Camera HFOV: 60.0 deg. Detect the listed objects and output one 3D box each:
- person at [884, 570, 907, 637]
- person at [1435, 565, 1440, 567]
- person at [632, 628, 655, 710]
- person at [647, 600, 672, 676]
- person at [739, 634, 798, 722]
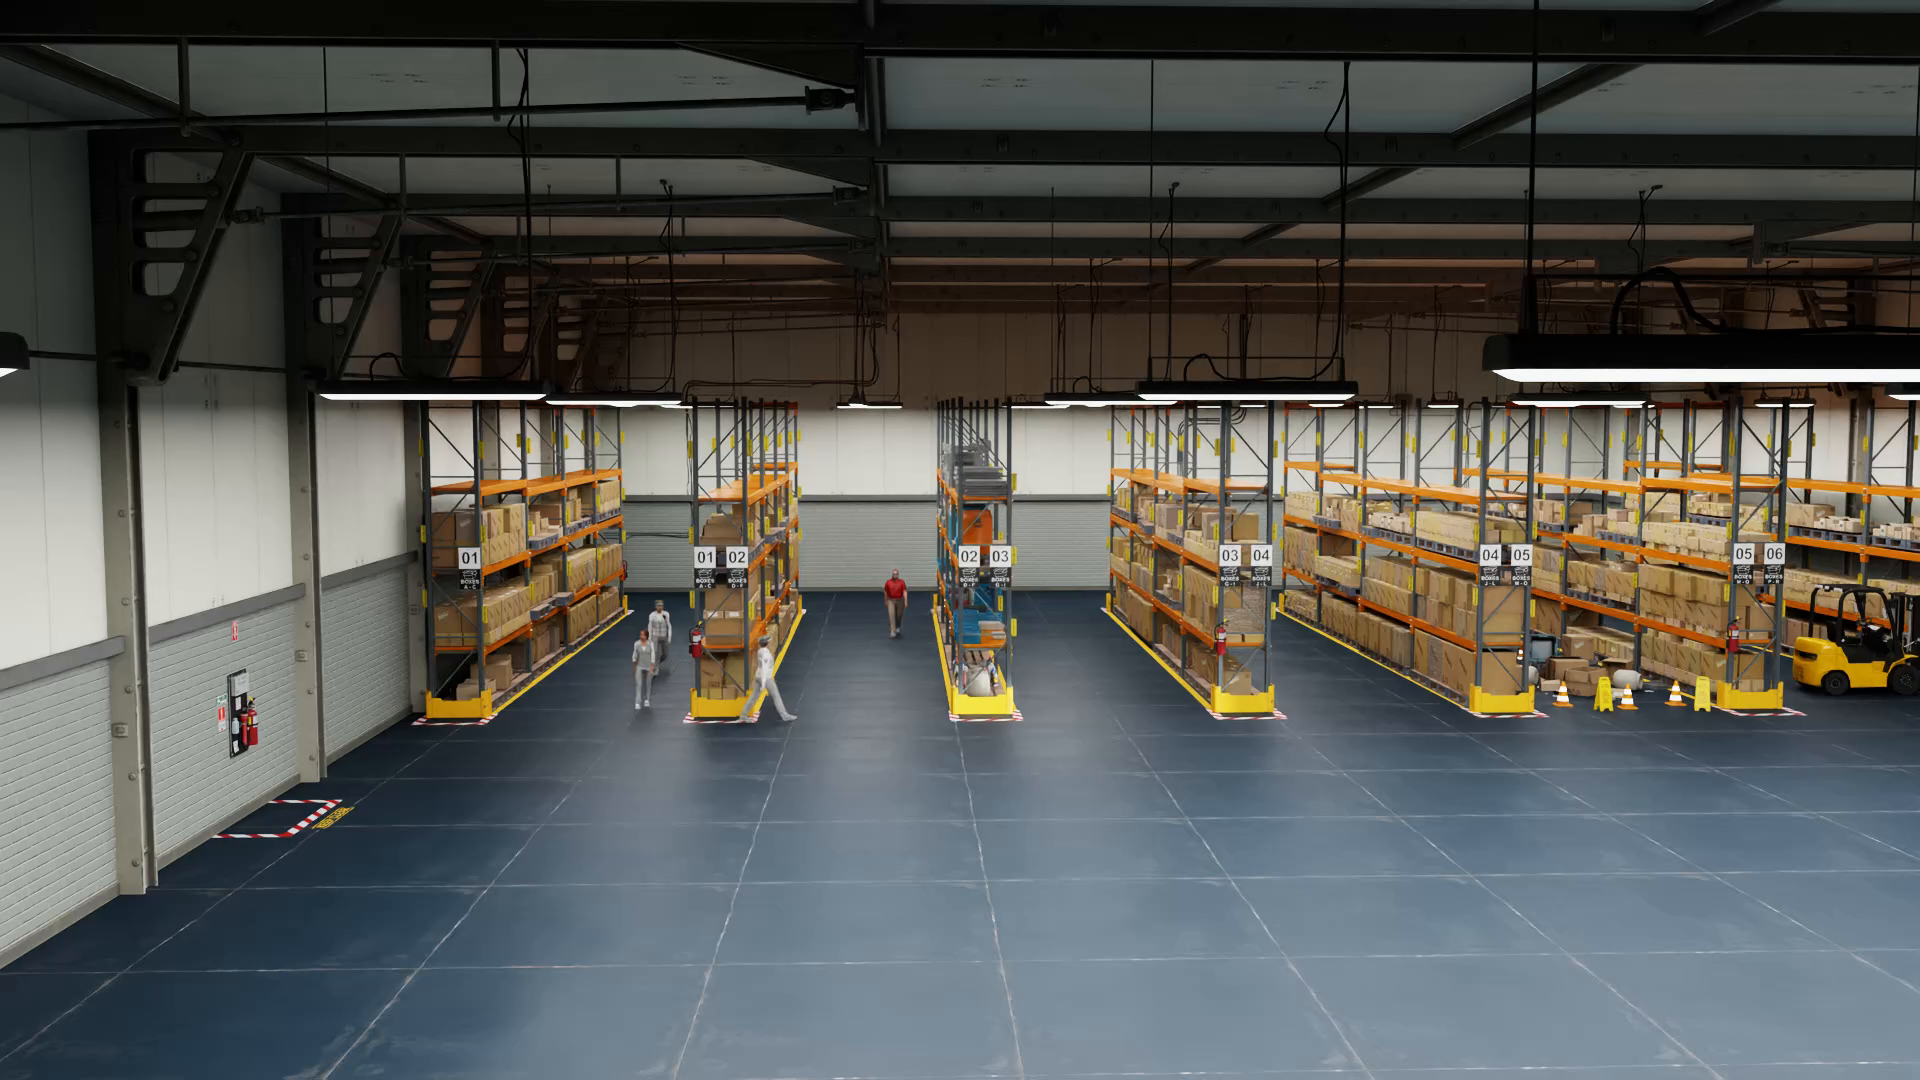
[{"bbox_3d":[-1.644,1.592,42.459,0.584,1.662,1.078,0,4,-5],"label":"person"},{"bbox_3d":[12.250,1.538,42.643,0.638,1.779,0.532,-3,5,-31],"label":"person"},{"bbox_3d":[-6.054,2.470,31.848,0.434,1.541,0.967,-1,5,-15],"label":"person"},{"bbox_3d":[-6.555,2.100,36.265,0.516,1.633,0.929,-1,5,-17],"label":"person"},{"bbox_3d":[-3.550,2.533,30.589,1.041,1.600,0.555,-2,5,-26],"label":"person"}]
